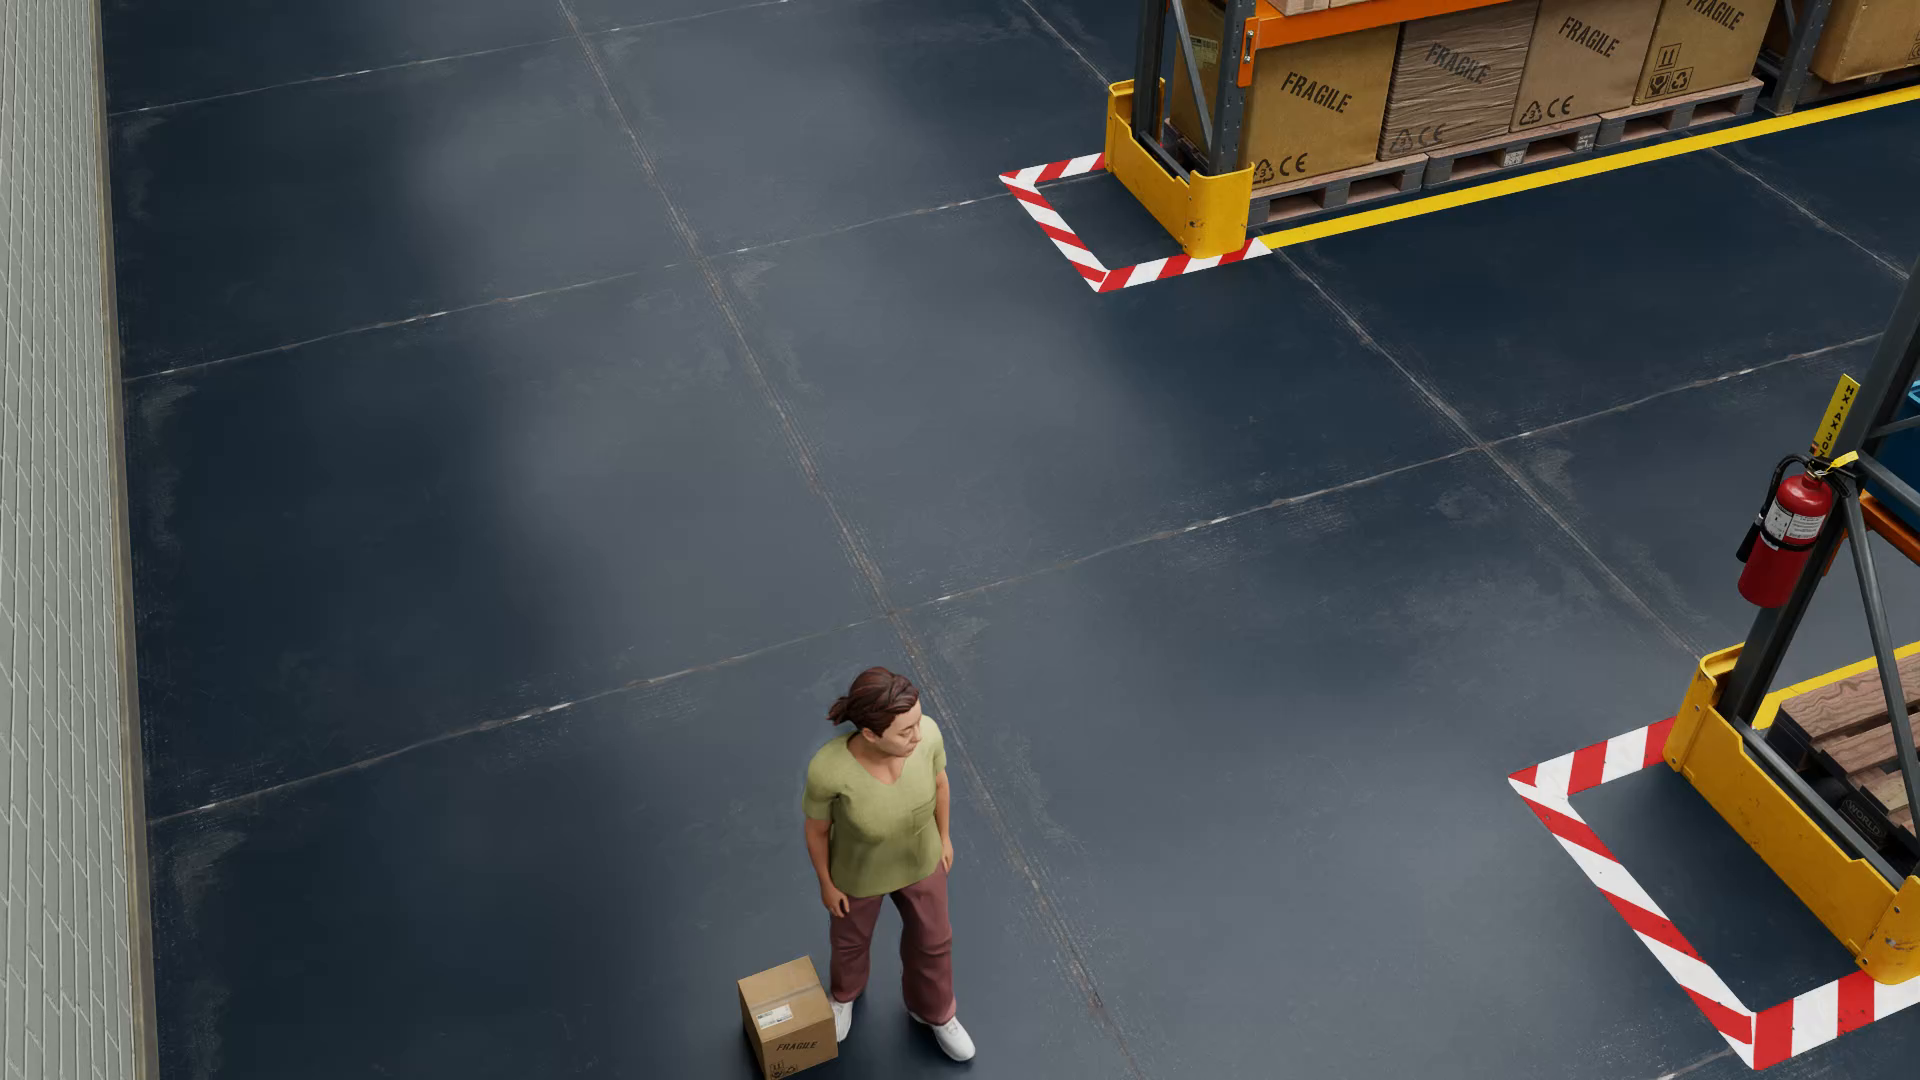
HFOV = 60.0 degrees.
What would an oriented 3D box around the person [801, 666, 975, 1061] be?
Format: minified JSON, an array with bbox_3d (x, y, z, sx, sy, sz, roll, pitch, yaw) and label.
[{"bbox_3d":[-0.232,0.997,5.027,0.477,1.674,0.482,-15,44,-16],"label":"person"}]
